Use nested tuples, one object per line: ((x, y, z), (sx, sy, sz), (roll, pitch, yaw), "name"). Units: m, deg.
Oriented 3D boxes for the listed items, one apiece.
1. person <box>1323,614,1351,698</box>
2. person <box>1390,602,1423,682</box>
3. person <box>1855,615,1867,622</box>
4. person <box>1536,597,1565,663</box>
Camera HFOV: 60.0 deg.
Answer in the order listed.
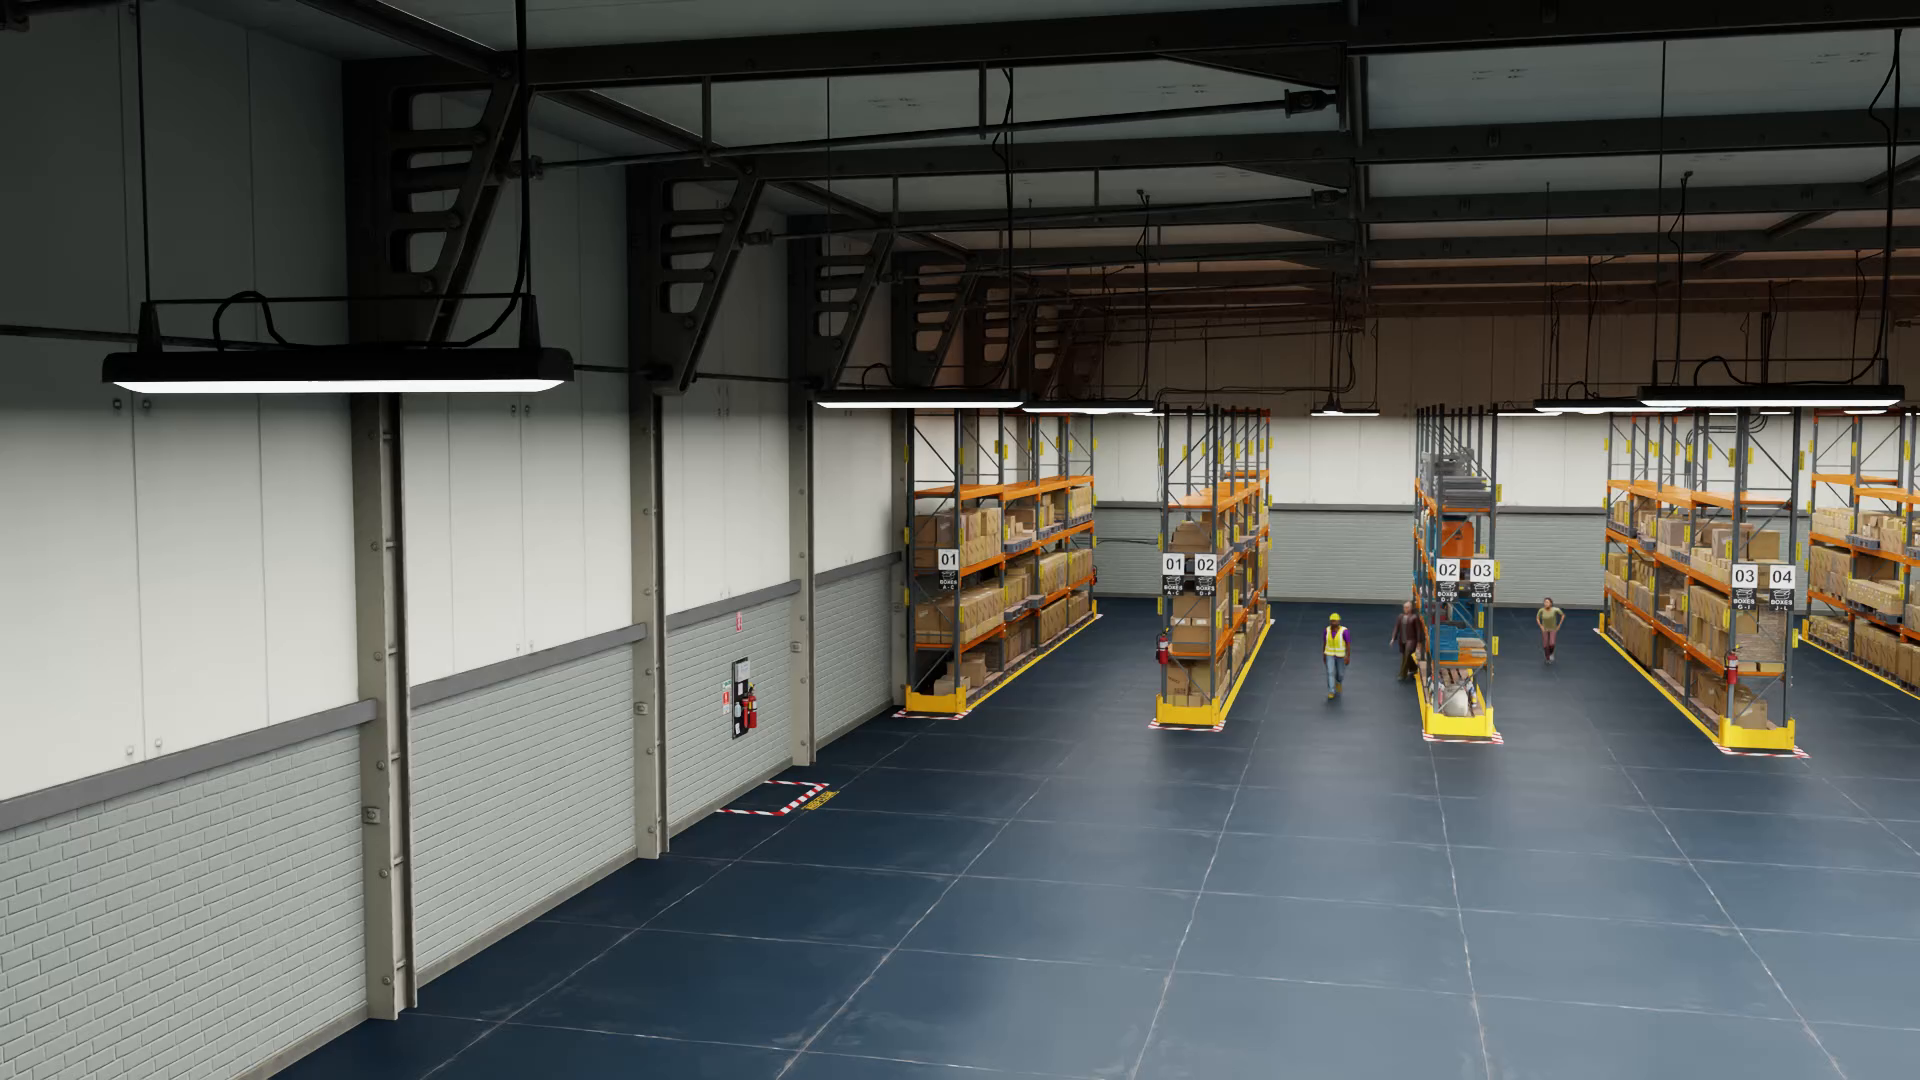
((7.773, 2.362, 34.282), (0.542, 1.725, 0.979), (1, 4, 10), "person")
((9.757, 2.201, 36.267), (0.634, 1.715, 1.207), (4, 6, 44), "person")
((23.766, 1.637, 44.179), (0.881, 1.739, 0.570), (0, 4, -5), "person")
((13.789, 2.110, 38.834), (0.627, 1.579, 0.672), (2, 5, 23), "person")
